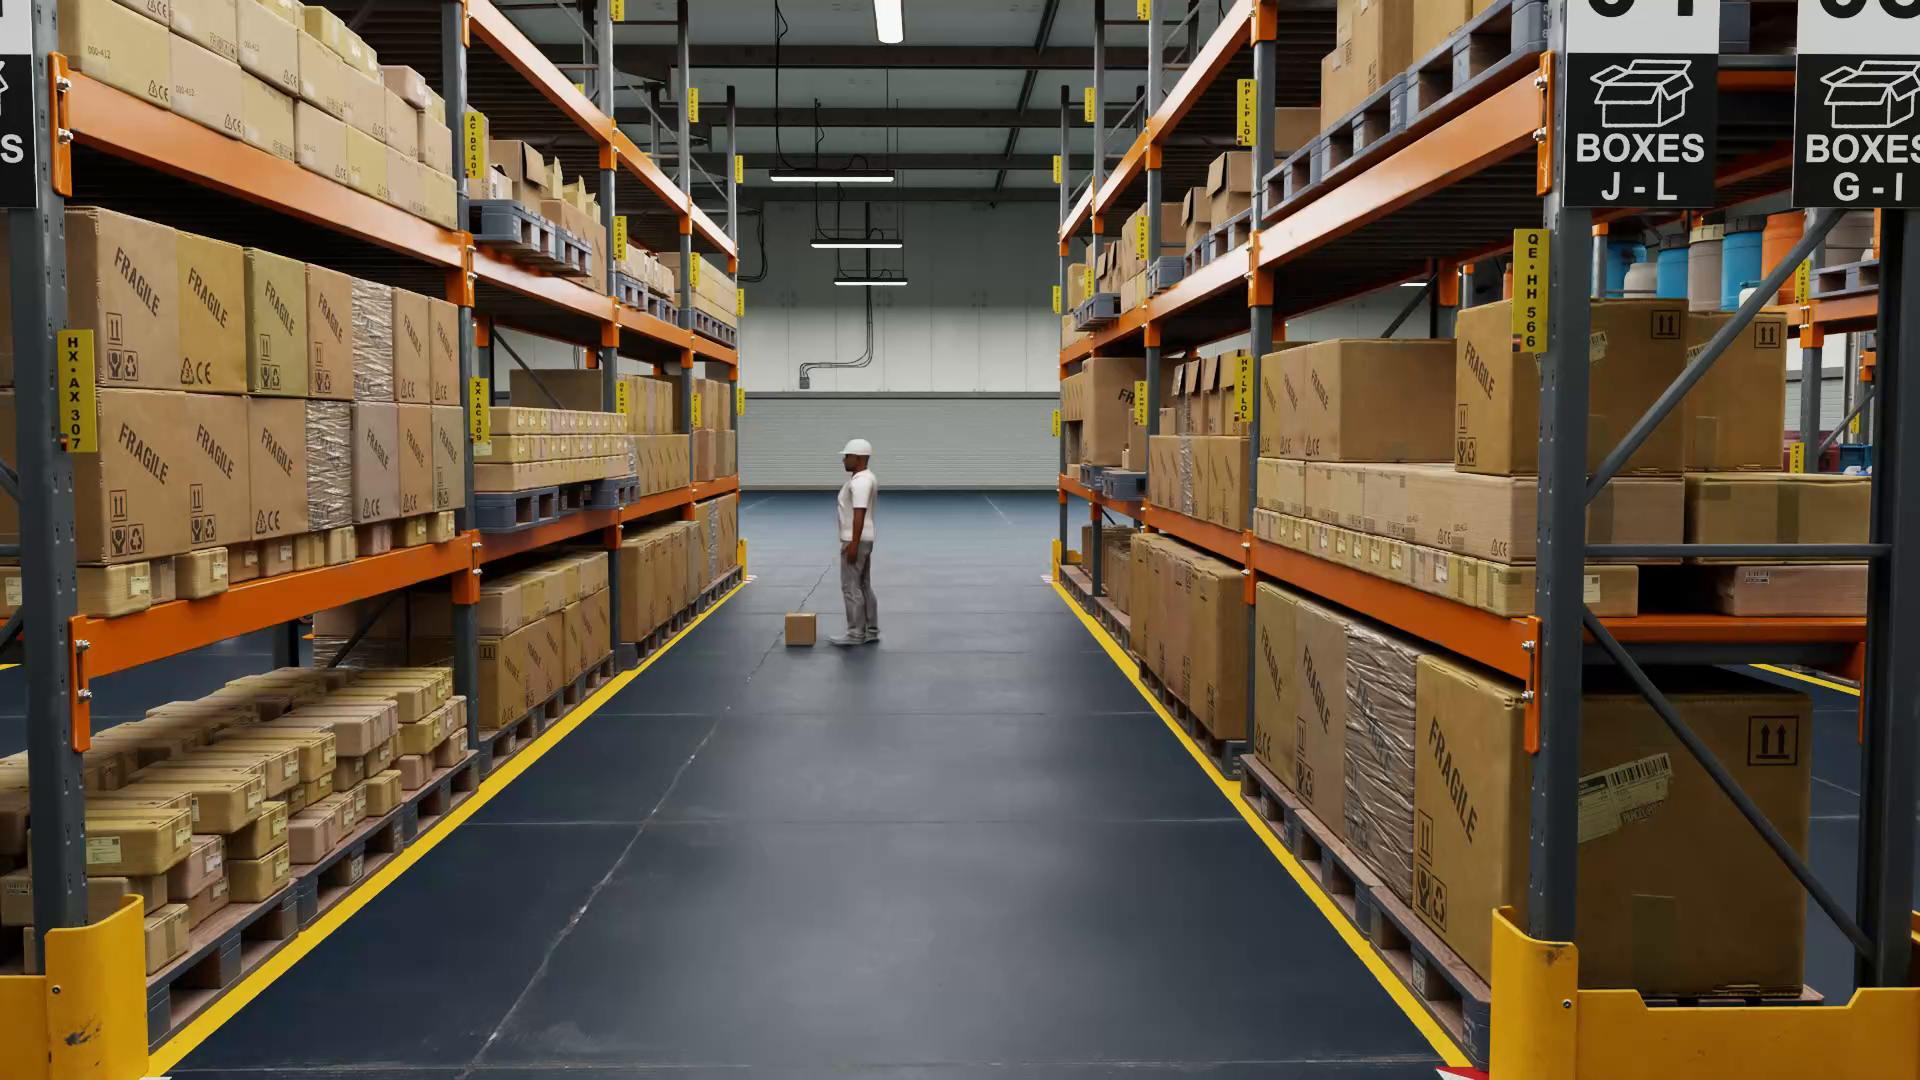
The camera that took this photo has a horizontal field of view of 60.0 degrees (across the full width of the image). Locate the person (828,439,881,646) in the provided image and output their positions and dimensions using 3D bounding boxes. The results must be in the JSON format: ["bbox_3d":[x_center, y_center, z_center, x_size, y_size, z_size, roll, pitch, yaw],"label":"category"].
[{"bbox_3d":[-0.913,0.022,14.326,0.440,1.777,0.571,0,4,1],"label":"person"}]
